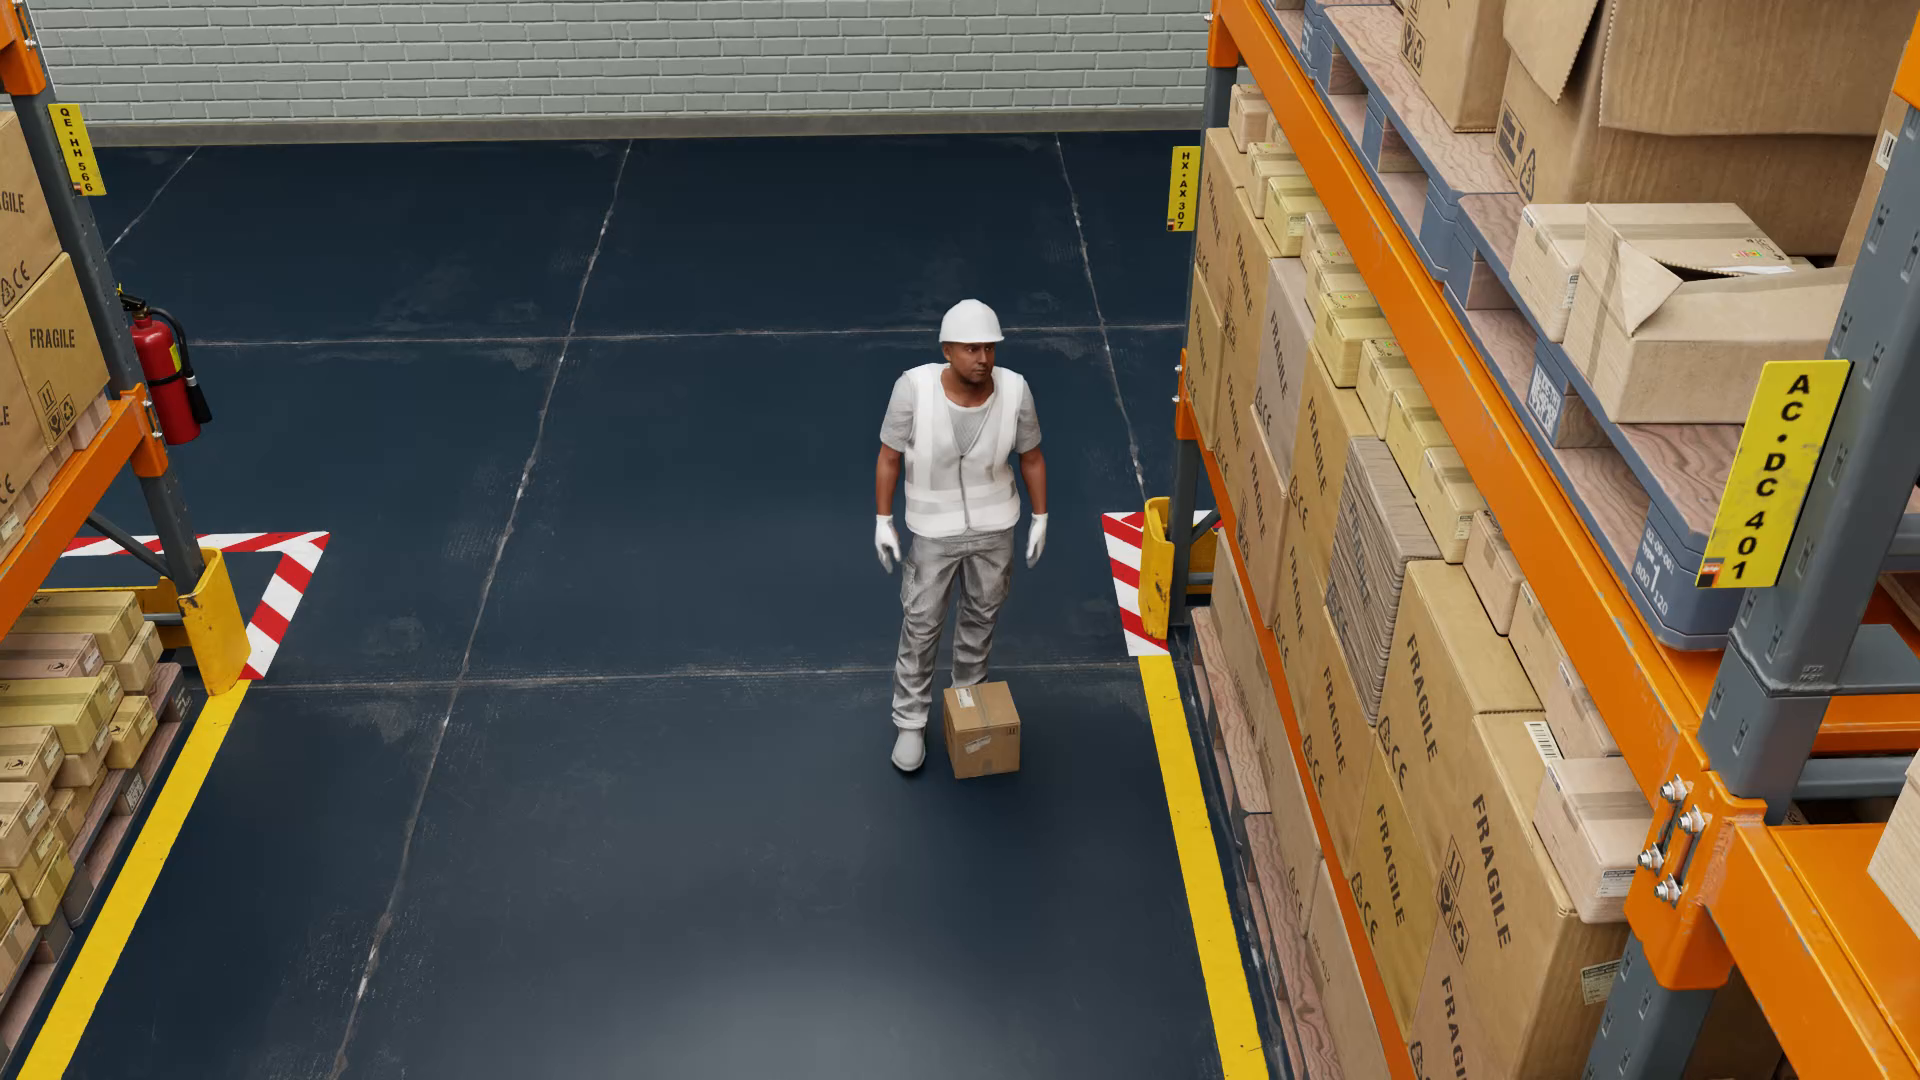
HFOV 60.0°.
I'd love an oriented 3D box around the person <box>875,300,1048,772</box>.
[{"bbox_3d":[0.016,-0.011,6.128,0.656,1.782,0.577,-6,35,-8],"label":"person"}]
